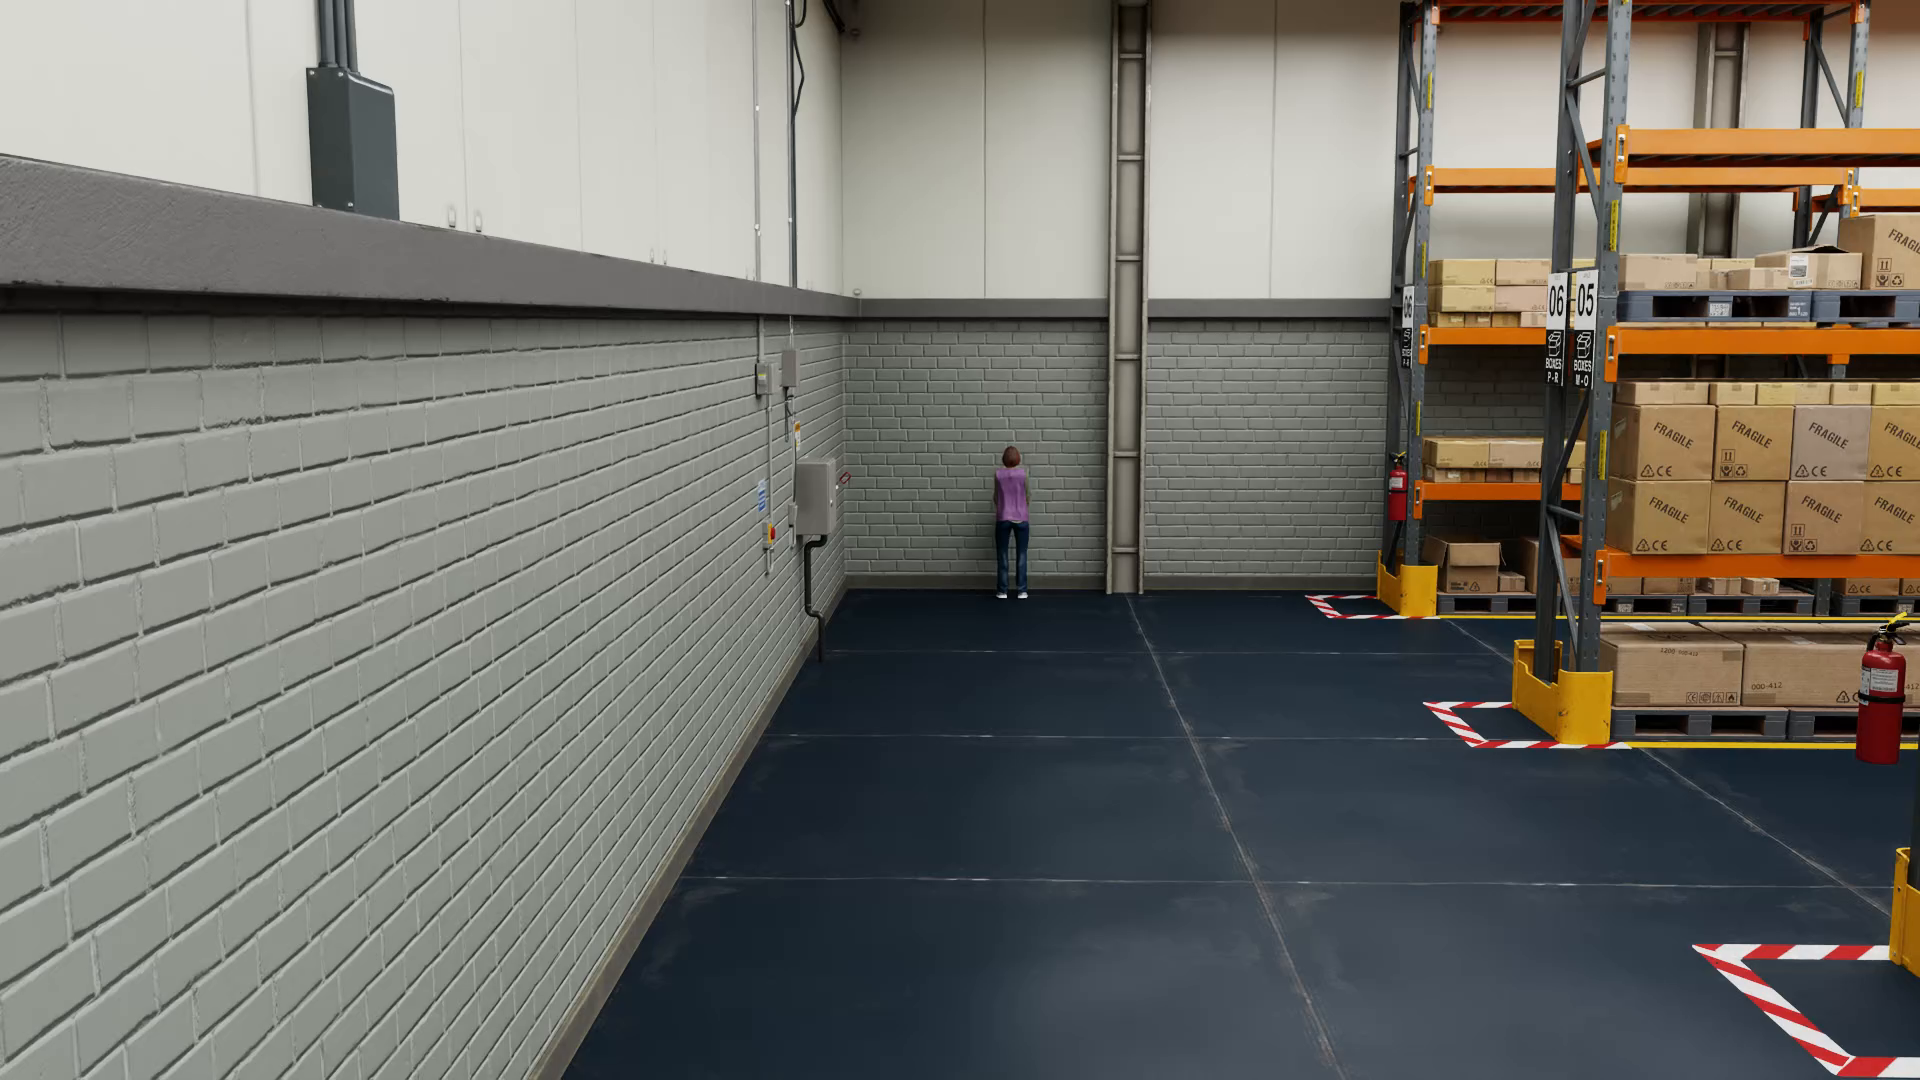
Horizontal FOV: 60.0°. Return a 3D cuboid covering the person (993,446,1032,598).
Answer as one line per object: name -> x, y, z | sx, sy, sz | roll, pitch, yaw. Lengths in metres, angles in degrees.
person -> 0.542, -0.192, 17.310 | 0.404, 1.596, 0.490 | 0, 7, 2
